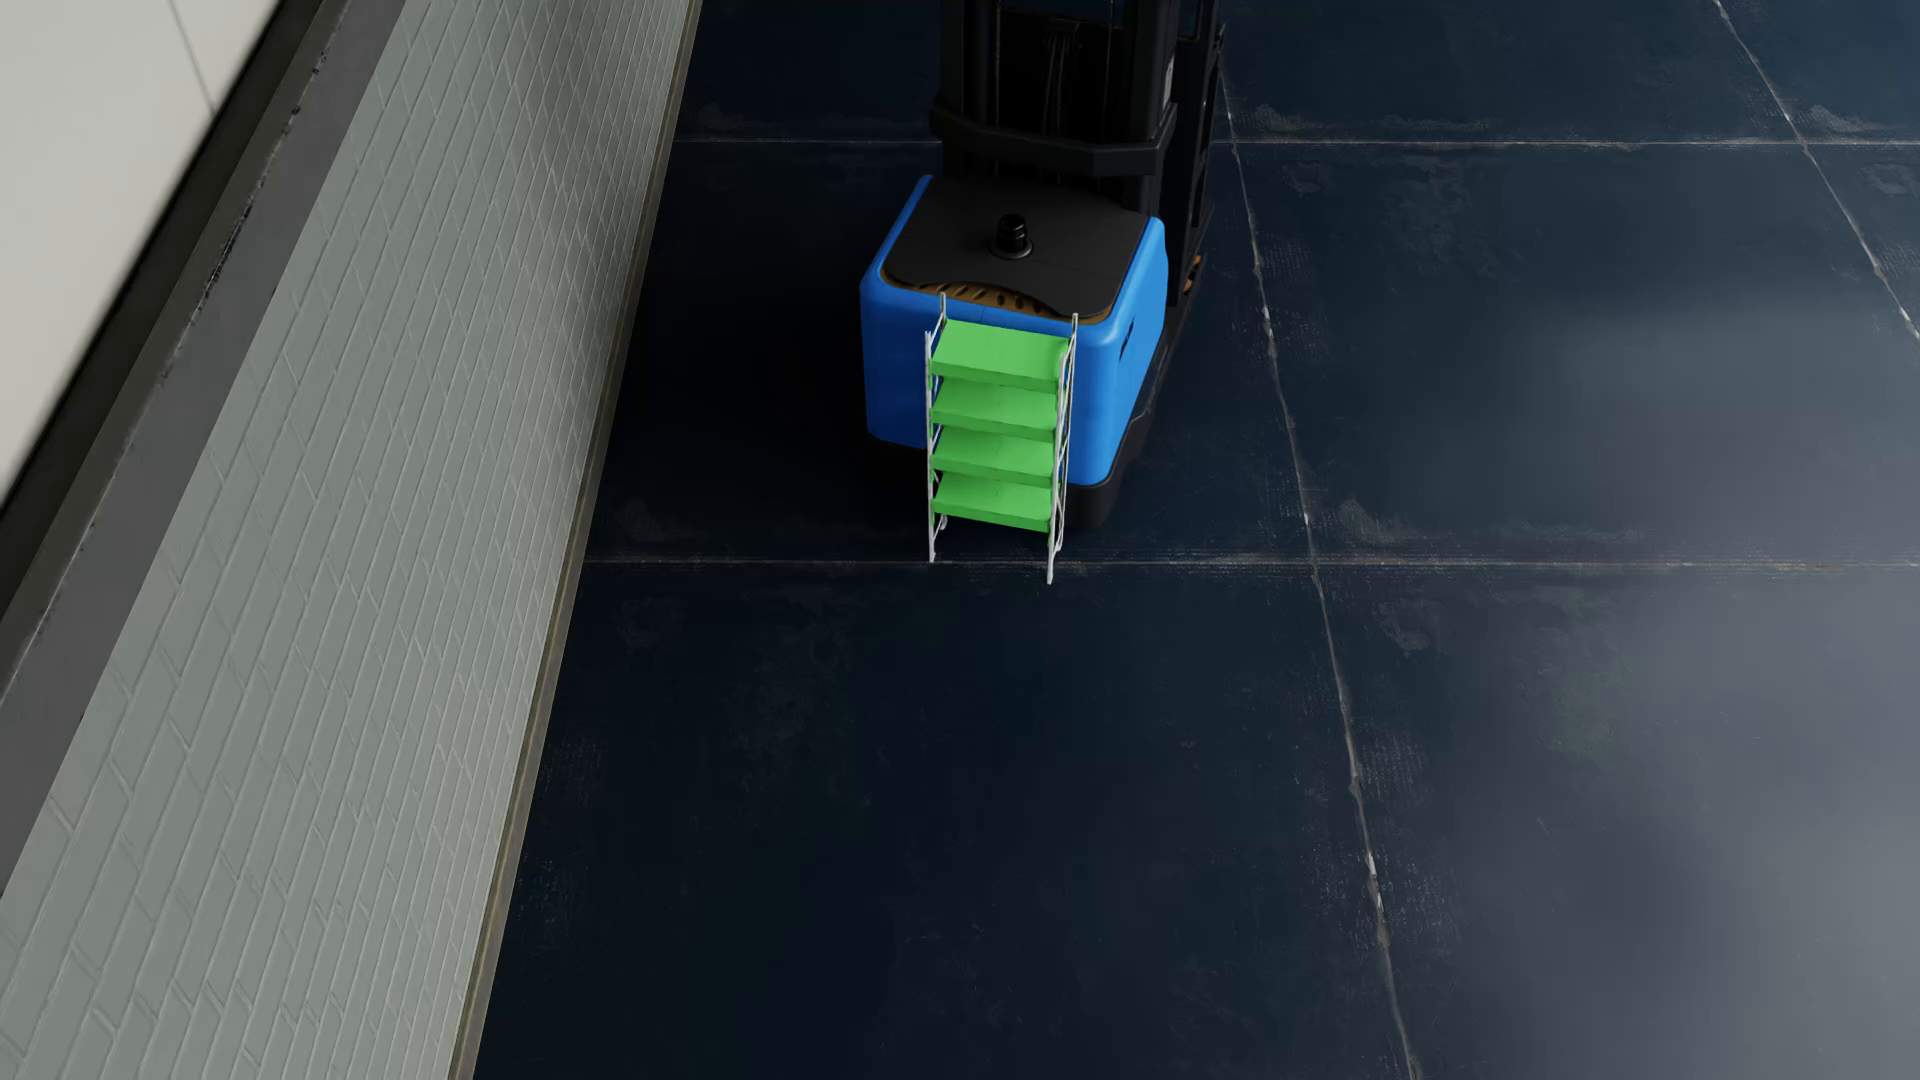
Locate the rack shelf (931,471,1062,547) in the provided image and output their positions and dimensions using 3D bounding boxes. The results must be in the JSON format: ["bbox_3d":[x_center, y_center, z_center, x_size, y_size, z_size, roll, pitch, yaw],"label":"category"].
[{"bbox_3d":[0.148,-0.152,6.568,0.480,0.148,0.258,10,48,10],"label":"rack shelf"}]

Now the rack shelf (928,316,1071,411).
[{"bbox_3d":[0.148,-0.643,6.041,0.480,0.148,0.258,10,48,10],"label":"rack shelf"}]

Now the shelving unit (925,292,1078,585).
[{"bbox_3d":[0.148,-0.359,6.346,0.503,1.200,0.258,10,48,10],"label":"shelving unit"}]

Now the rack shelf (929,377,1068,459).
[{"bbox_3d":[0.148,-0.479,6.217,0.480,0.148,0.258,10,48,10],"label":"rack shelf"}]

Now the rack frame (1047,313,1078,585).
[{"bbox_3d":[0.385,-0.316,6.305,0.015,1.200,0.240,10,48,10],"label":"rack frame"}]

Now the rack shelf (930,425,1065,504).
[{"bbox_3d":[0.148,-0.316,6.392,0.480,0.148,0.258,10,48,10],"label":"rack shelf"}]

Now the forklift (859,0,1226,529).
[{"bbox_3d":[0.541,-2.144,6.824,1.130,2.935,3.031,13,48,12],"label":"forklift"}]

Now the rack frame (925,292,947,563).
[{"bbox_3d":[-0.088,-0.403,6.386,0.015,1.200,0.240,10,48,10],"label":"rack frame"}]
